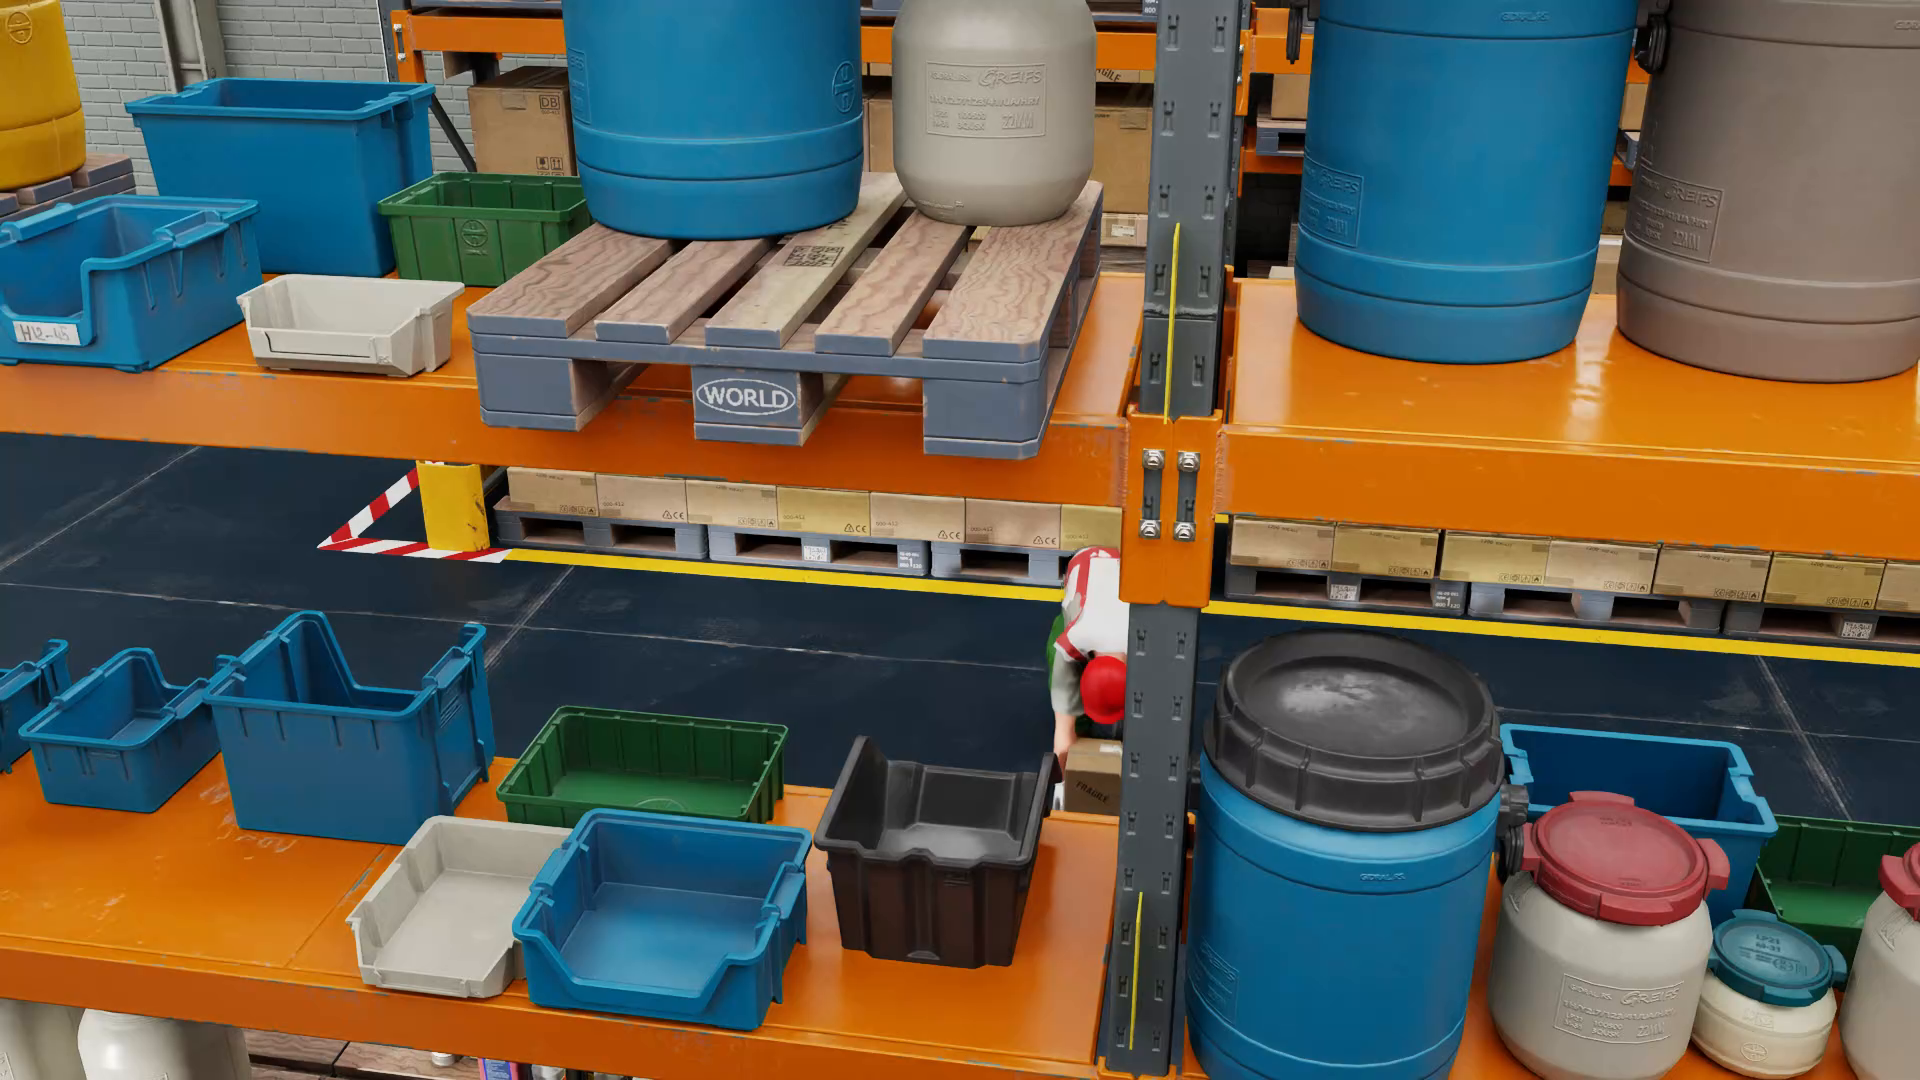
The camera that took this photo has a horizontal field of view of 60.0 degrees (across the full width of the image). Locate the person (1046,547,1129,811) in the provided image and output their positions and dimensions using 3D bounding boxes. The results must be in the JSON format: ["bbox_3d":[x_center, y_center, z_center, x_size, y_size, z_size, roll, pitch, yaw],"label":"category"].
[{"bbox_3d":[0.619,0.568,6.899,0.536,0.923,0.953,3,25,6],"label":"person"}]
